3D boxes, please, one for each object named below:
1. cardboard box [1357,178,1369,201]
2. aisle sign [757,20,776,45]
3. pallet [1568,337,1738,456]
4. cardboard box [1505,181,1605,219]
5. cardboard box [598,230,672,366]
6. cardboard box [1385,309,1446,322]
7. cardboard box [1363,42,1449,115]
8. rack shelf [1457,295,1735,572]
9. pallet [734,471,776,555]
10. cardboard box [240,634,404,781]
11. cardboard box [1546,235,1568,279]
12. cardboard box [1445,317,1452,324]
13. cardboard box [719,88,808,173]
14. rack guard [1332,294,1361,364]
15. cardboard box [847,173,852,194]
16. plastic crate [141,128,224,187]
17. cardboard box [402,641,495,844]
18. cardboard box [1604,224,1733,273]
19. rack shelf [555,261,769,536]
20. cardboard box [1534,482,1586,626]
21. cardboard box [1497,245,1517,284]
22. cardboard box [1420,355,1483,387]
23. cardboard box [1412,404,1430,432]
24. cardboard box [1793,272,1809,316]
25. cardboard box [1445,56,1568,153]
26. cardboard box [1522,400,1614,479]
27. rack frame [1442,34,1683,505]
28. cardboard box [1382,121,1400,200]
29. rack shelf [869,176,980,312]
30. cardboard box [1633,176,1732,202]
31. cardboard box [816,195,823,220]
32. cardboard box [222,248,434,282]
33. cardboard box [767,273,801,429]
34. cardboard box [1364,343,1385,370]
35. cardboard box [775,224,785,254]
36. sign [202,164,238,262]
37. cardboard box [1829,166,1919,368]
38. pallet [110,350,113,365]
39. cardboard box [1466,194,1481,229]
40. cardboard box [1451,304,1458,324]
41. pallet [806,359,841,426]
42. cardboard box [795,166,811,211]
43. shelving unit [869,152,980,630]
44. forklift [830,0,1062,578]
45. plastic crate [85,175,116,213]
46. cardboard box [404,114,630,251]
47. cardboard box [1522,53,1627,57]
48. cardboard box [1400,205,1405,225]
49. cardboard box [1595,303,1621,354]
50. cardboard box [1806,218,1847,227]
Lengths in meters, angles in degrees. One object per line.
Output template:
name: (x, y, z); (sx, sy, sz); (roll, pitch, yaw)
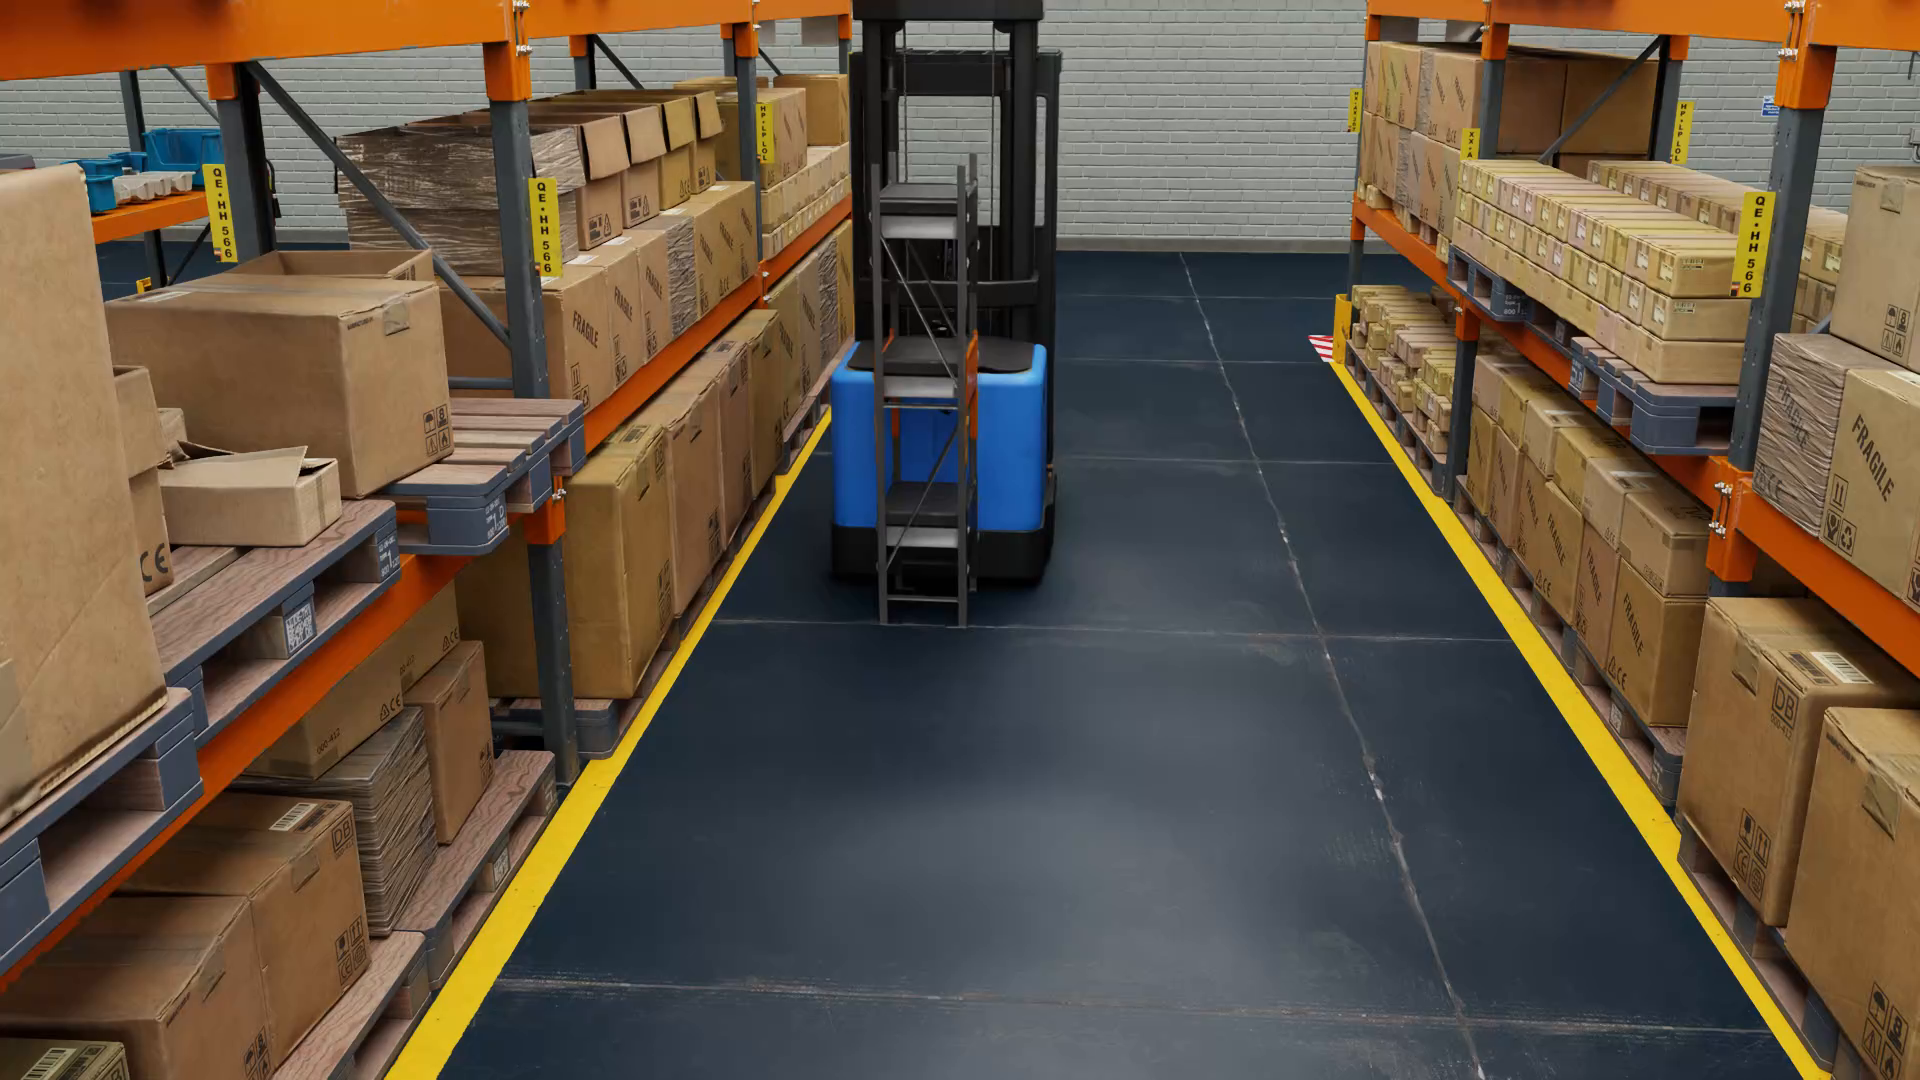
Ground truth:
cardboard box: (3.235, -2.668, 12.652); (0.380, 0.149, 0.250); (1, 18, 3)
aisle sign: (-1.648, -4.287, 13.015); (0.394, 0.787, 0.004); (1, 18, 4)
pallet: (2.957, -0.529, 6.027); (1.213, 0.211, 1.003); (1, 18, 4)
cardboard box: (2.739, -1.566, 7.658); (0.380, 0.149, 0.250); (1, 18, 3)
cardboard box: (-1.554, -1.050, 7.150); (0.500, 0.500, 0.500); (1, 18, 3)
cardboard box: (3.199, -1.525, 11.707); (0.380, 0.149, 0.250); (2, 18, 6)
cardboard box: (3.289, -3.411, 12.272); (0.500, 0.500, 0.500); (1, 18, 4)
rack shelf: (3.155, -0.675, 7.322); (1.077, 0.370, 4.000); (1, 18, 4)
pallet: (-1.621, -0.214, 9.237); (1.003, 0.211, 1.213); (1, 18, 4)
cardboard box: (-1.974, 0.458, 4.812); (0.500, 0.250, 0.500); (3, 18, 10)
cardboard box: (2.684, -1.182, 6.964); (0.380, 0.149, 0.250); (2, 18, 5)
cardboard box: (3.760, -1.617, 12.466); (0.380, 0.149, 0.250); (1, 18, 3)
cardboard box: (-1.276, -2.664, 10.796); (0.500, 0.500, 0.500); (1, 18, 2)
rack guard: (3.580, -1.669, 13.215); (1.175, 0.500, 0.348); (1, 18, 4)
cardboard box: (-1.052, -2.786, 13.010); (0.380, 0.149, 0.250); (2, 18, 5)
plastic crate: (-6.132, -3.071, 13.323); (0.616, 0.435, 0.499); (1, 18, 4)
cardboard box: (-1.956, 0.649, 5.433); (0.700, 0.500, 0.500); (0, 18, 1)
cardboard box: (2.629, -1.081, 6.178); (0.380, 0.149, 0.250); (2, 18, 6)
rack shelf: (-1.785, -0.818, 7.756); (1.077, 0.370, 4.000); (1, 18, 4)
cardboard box: (2.861, 0.056, 7.274); (0.500, 0.500, 0.500); (0, 18, 1)
cardboard box: (2.739, -1.286, 7.759); (0.380, 0.149, 0.250); (0, 18, 1)
cardboard box: (3.054, -1.040, 10.228); (0.380, 0.149, 0.250); (1, 18, 3)
cardboard box: (3.044, -0.775, 10.375); (0.380, 0.149, 0.250); (1, 18, 2)
cardboard box: (3.280, -0.931, 6.197); (0.380, 0.149, 0.250); (1, 18, 2)
cardboard box: (3.063, -2.454, 9.352); (0.500, 0.500, 0.500); (1, 18, 2)
cardboard box: (2.906, -0.459, 7.643); (0.500, 0.250, 0.500); (2, 18, 6)
rack frame: (3.299, -1.638, 9.106); (1.000, 3.000, 0.127); (1, 18, 4)
cardboard box: (3.217, -2.618, 11.456); (0.500, 0.500, 0.500); (2, 18, 5)
rack shelf: (-0.149, -1.313, 7.339); (0.431, 0.518, 0.480); (2, 19, 6)
cardboard box: (3.407, -1.627, 7.845); (0.380, 0.149, 0.250); (1, 18, 4)
cardboard box: (-1.161, -2.311, 11.561); (0.380, 0.149, 0.250); (2, 18, 5)
cardboard box: (-1.927, -0.617, 5.153); (0.500, 0.500, 0.500); (-1, 18, -3)
cardboard box: (-1.514, -1.174, 10.425); (0.875, 0.875, 0.875); (1, 18, 4)
cardboard box: (3.153, -1.333, 12.077); (0.380, 0.149, 0.250); (2, 18, 5)
cardboard box: (-1.269, -1.827, 10.085); (0.380, 0.149, 0.250); (1, 18, 2)
sign: (-2.482, -1.100, 5.603); (0.100, 0.325, 0.005); (1, 18, 4)
cardboard box: (2.970, -0.780, 4.719); (0.700, 0.500, 0.500); (1, 18, 4)
pallet: (-6.483, -1.175, 12.170); (1.003, 0.211, 1.213); (1, 18, 4)
cardboard box: (2.795, -1.667, 8.446); (0.380, 0.149, 0.250); (1, 18, 3)
cardboard box: (3.751, -1.599, 11.935); (0.380, 0.149, 0.250); (1, 18, 2)
pallet: (-1.424, -1.070, 11.849); (1.003, 0.211, 1.213); (1, 18, 4)
cardboard box: (-1.274, -2.306, 10.907); (0.500, 0.250, 0.500); (2, 18, 5)
shelving unit: (-0.147, -0.665, 7.566); (0.431, 2.100, 0.503); (2, 19, 6)
forklift: (-0.010, -1.617, 9.150); (1.130, 2.935, 3.031); (1, 18, 4)
plastic crate: (-6.186, -2.439, 11.721); (0.416, 0.233, 0.300); (1, 18, 4)
cardboard box: (-1.810, -1.491, 6.886); (0.797, 0.503, 0.637); (2, 18, 5)
cardboard box: (3.596, -2.598, 9.792); (0.500, 0.500, 0.500); (1, 18, 2)
cardboard box: (3.174, -2.182, 11.170); (0.380, 0.149, 0.250); (2, 18, 6)
cardboard box: (2.627, -0.797, 6.266); (0.380, 0.149, 0.250); (2, 18, 5)
cardboard box: (3.297, -1.140, 6.359); (0.380, 0.149, 0.250); (1, 18, 2)
